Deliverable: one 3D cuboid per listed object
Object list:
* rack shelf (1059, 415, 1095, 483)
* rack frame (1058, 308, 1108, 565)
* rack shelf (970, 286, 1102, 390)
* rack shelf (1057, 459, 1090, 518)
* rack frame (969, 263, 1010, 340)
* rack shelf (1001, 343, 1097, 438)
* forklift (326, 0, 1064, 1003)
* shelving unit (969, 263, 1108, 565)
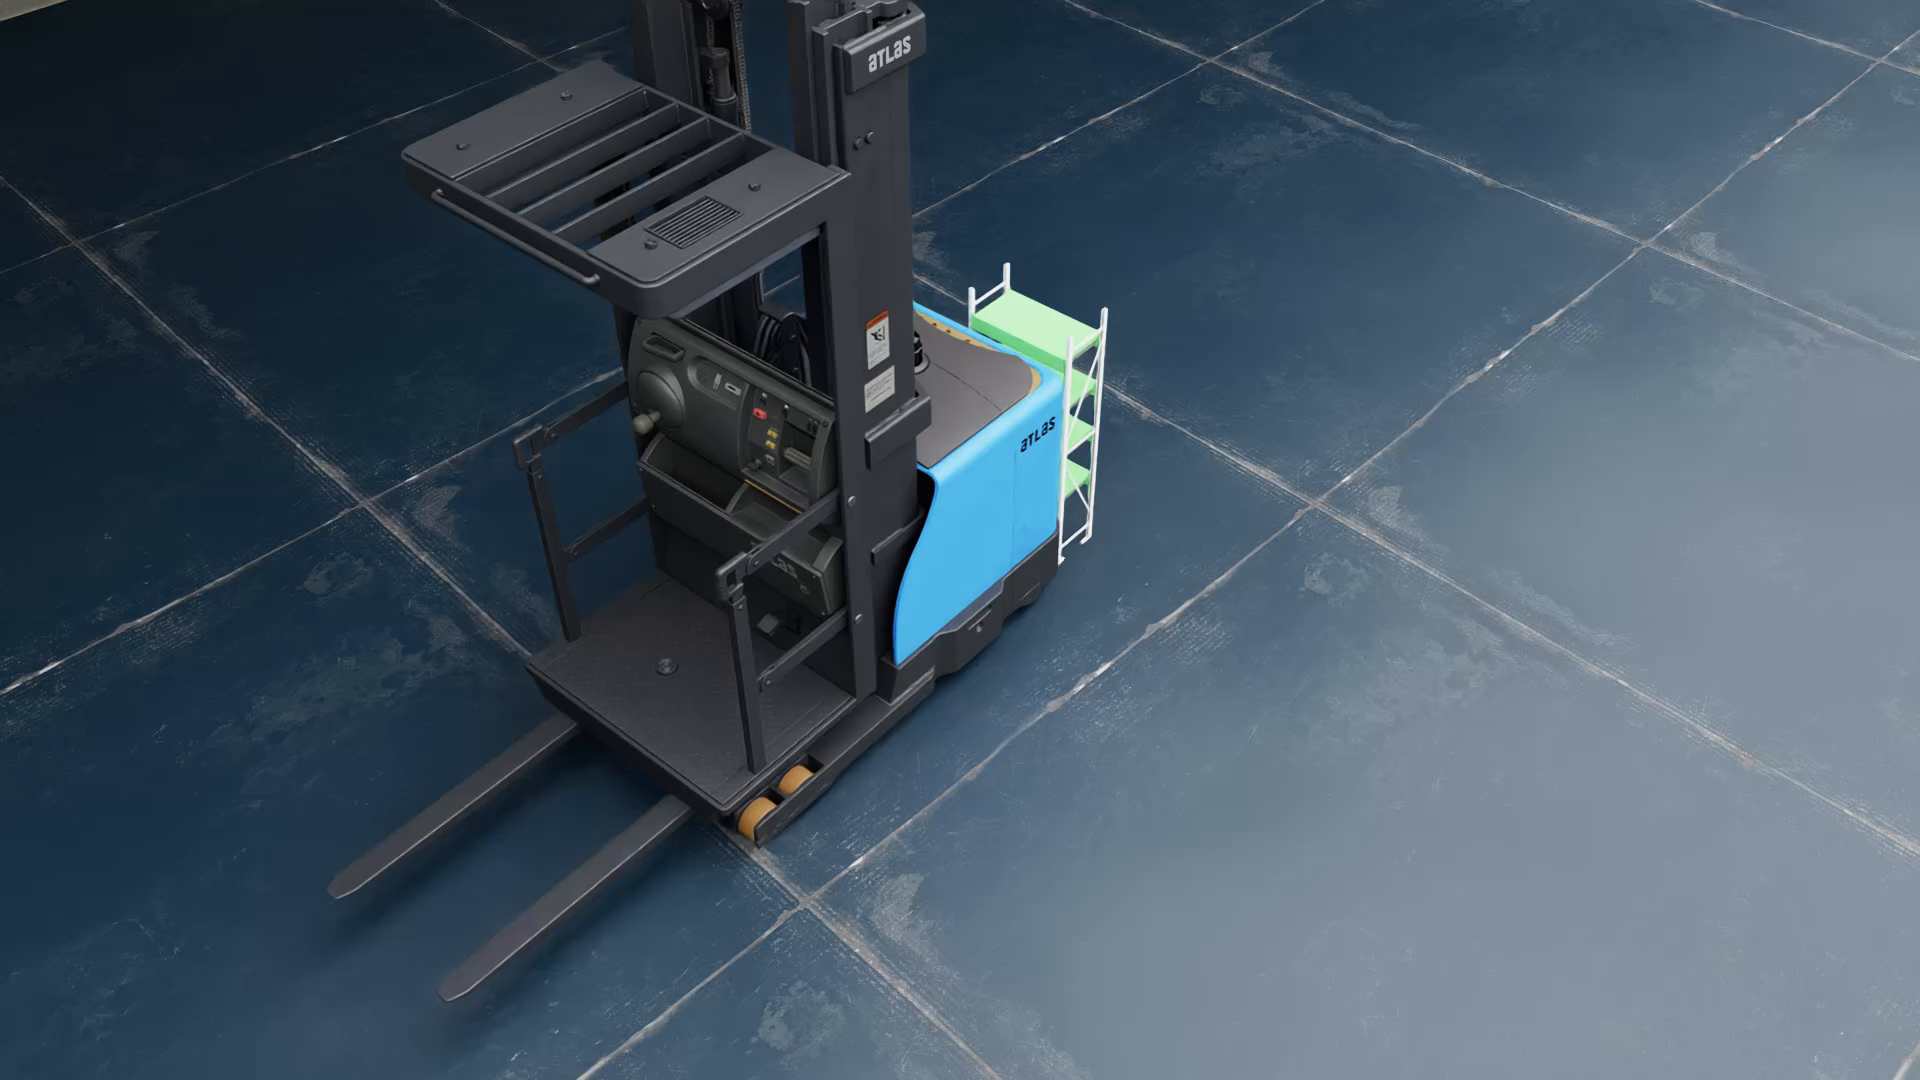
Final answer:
[{"bbox_3d":[0.304,-0.456,6.953,0.480,0.148,0.258,30,50,28],"label":"rack shelf"},{"bbox_3d":[0.490,-0.396,6.795,0.015,1.200,0.240,30,50,28],"label":"rack frame"},{"bbox_3d":[0.304,-0.809,6.628,0.480,0.148,0.258,30,50,28],"label":"rack shelf"},{"bbox_3d":[0.304,-0.280,7.116,0.480,0.148,0.258,30,50,28],"label":"rack shelf"},{"bbox_3d":[0.117,-0.610,7.026,0.015,1.200,0.240,30,50,28],"label":"rack frame"},{"bbox_3d":[0.304,-0.632,6.791,0.480,0.148,0.258,30,50,28],"label":"rack shelf"},{"bbox_3d":[-0.920,-0.363,5.483,1.130,2.935,3.031,30,50,28],"label":"forklift"},{"bbox_3d":[0.304,-0.503,6.910,0.503,1.200,0.258,30,50,28],"label":"shelving unit"}]
